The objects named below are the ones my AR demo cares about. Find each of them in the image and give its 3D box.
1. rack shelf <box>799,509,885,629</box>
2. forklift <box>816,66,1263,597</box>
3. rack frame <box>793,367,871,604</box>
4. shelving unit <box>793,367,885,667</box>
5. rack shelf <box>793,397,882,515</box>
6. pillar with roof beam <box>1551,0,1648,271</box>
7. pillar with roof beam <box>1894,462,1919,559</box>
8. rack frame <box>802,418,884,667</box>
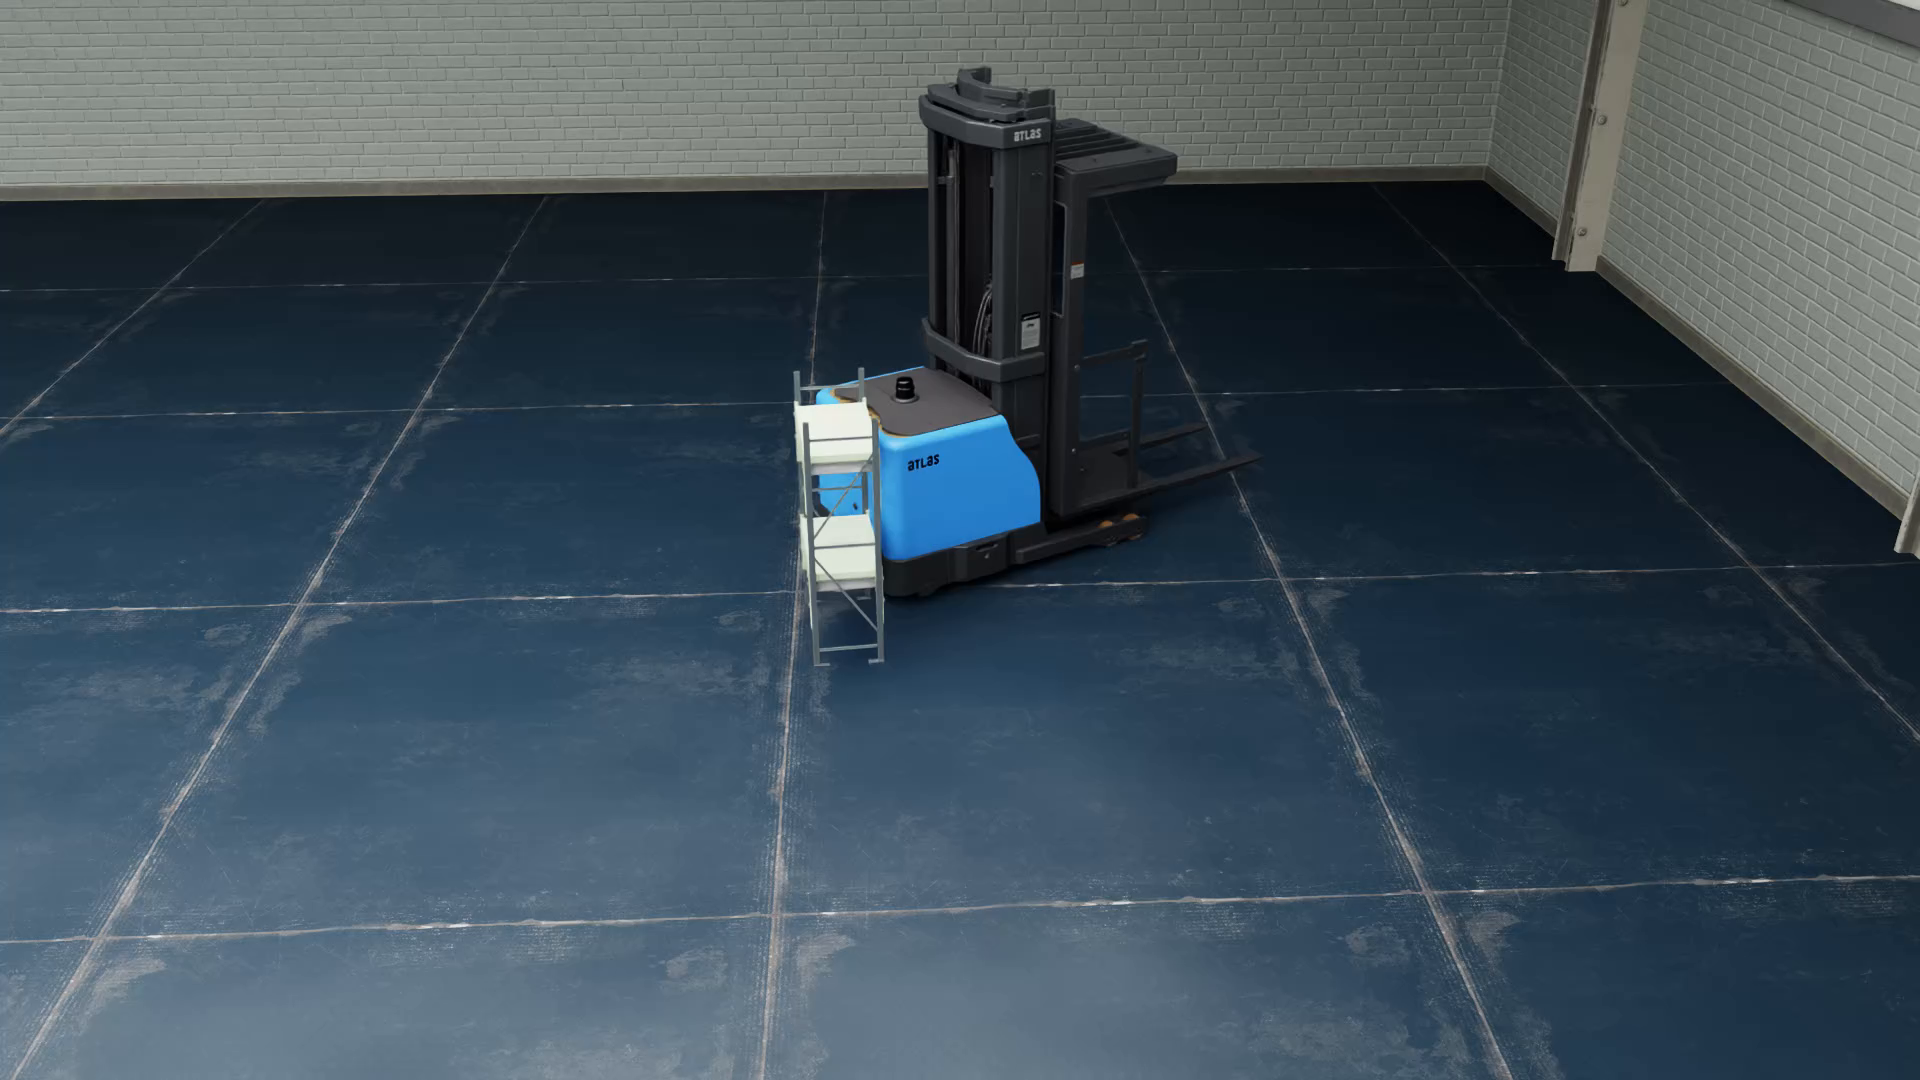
[{"bbox_3d":[-0.687,0.159,9.591,0.431,0.370,0.720,-4,28,-8],"label":"rack shelf"},{"bbox_3d":[0.622,-1.447,10.417,3.031,2.935,1.130,-16,31,-27],"label":"forklift"},{"bbox_3d":[-0.742,-0.298,9.761,0.400,1.500,0.023,-4,28,-8],"label":"rack frame"},{"bbox_3d":[-0.687,-0.130,9.440,0.431,1.500,0.755,-4,28,-8],"label":"shelving unit"},{"bbox_3d":[-0.687,-0.476,9.260,0.431,0.370,0.720,-4,28,-8],"label":"rack shelf"},{"bbox_3d":[1.559,-6.513,13.568,9.100,9.000,0.400,-1,28,-3],"label":"pillar with roof beam"},{"bbox_3d":[1.873,-3.742,8.255,9.100,9.000,0.400,-1,28,-3],"label":"pillar with roof beam"},{"bbox_3d":[-0.632,0.037,9.119,0.400,1.500,0.023,-4,28,-8],"label":"rack frame"}]
